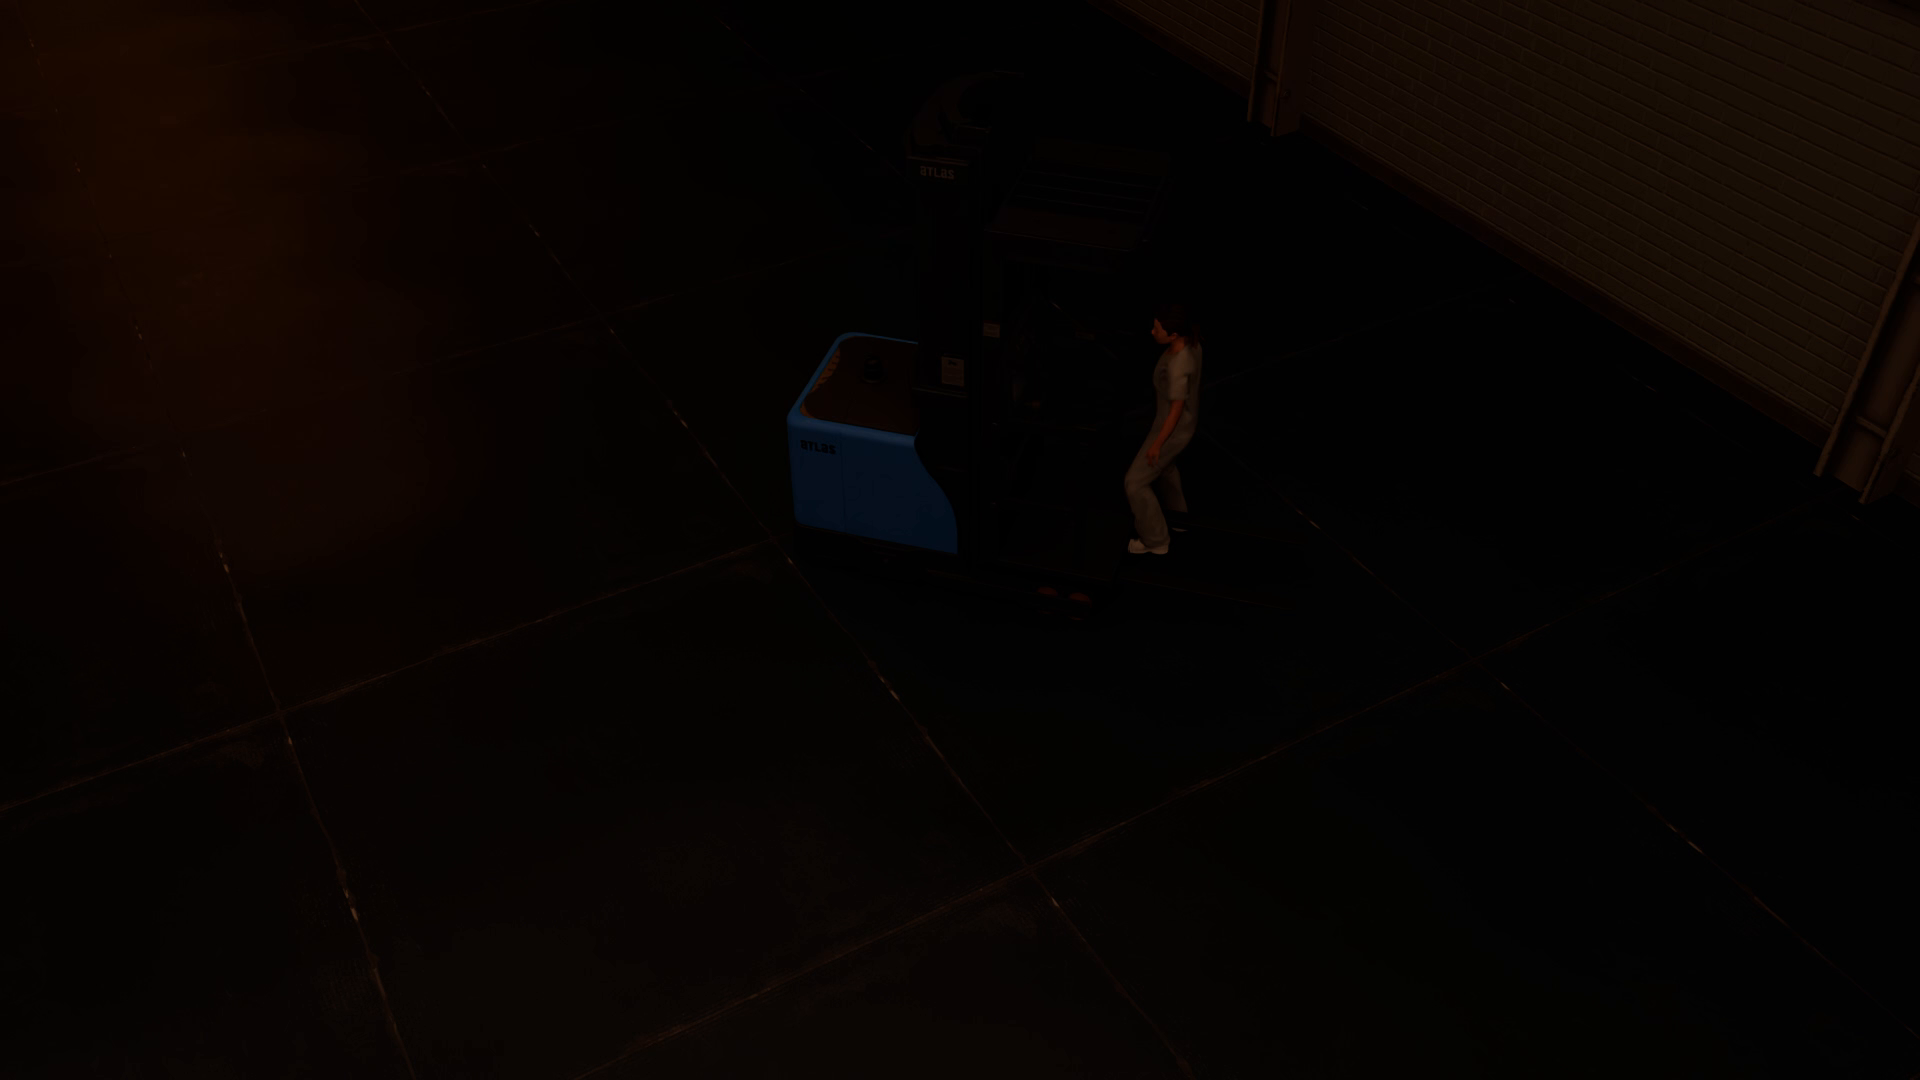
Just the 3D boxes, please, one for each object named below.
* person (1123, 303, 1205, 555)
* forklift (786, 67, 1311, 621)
[{"bbox_3d":[1.217,-0.666,9.857,0.402,1.634,0.648,8,40,10],"label":"person"},{"bbox_3d":[0.563,-1.035,9.285,3.031,2.935,1.130,11,41,13],"label":"forklift"}]
